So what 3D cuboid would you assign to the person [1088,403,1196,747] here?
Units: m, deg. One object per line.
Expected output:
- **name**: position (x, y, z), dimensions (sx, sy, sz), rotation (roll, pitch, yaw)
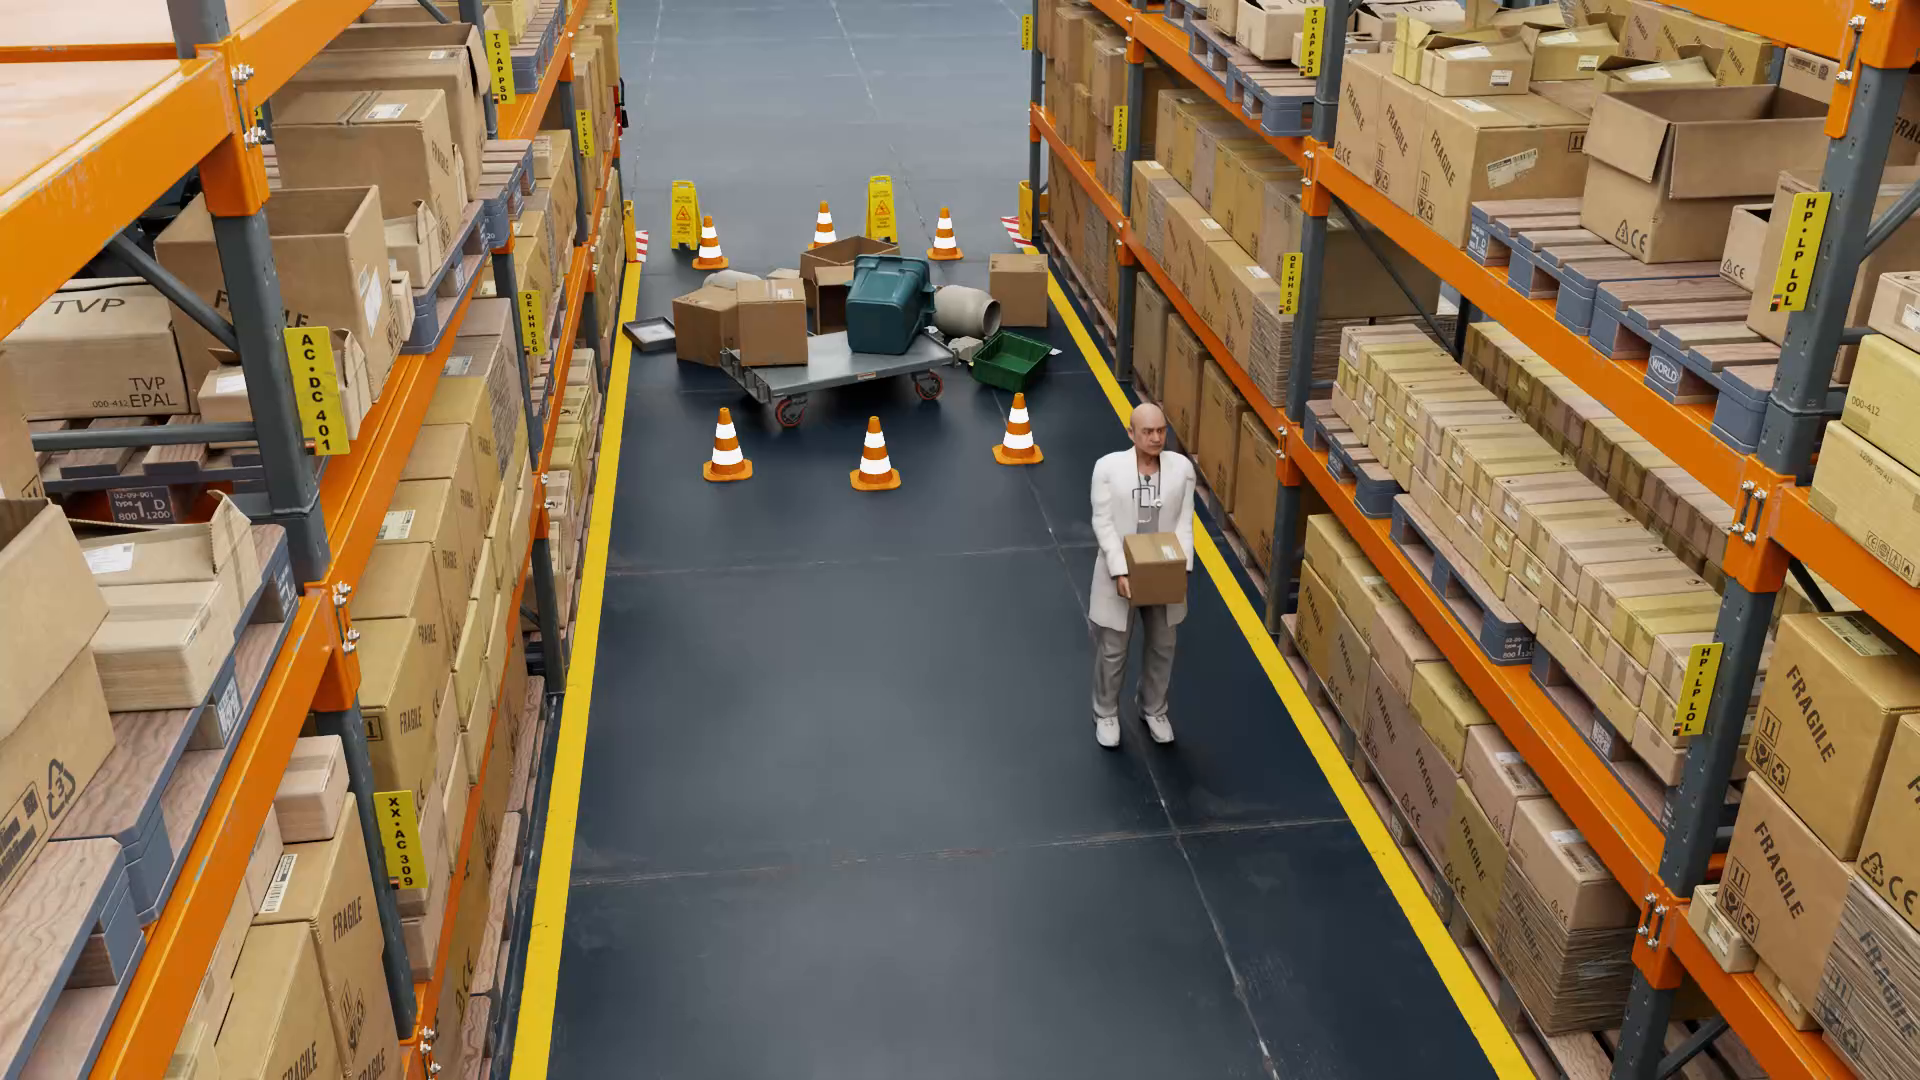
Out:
- **person**: position (0.910, 0.220, 8.203), dimensions (0.531, 1.769, 0.554), rotation (-4, 27, -7)
